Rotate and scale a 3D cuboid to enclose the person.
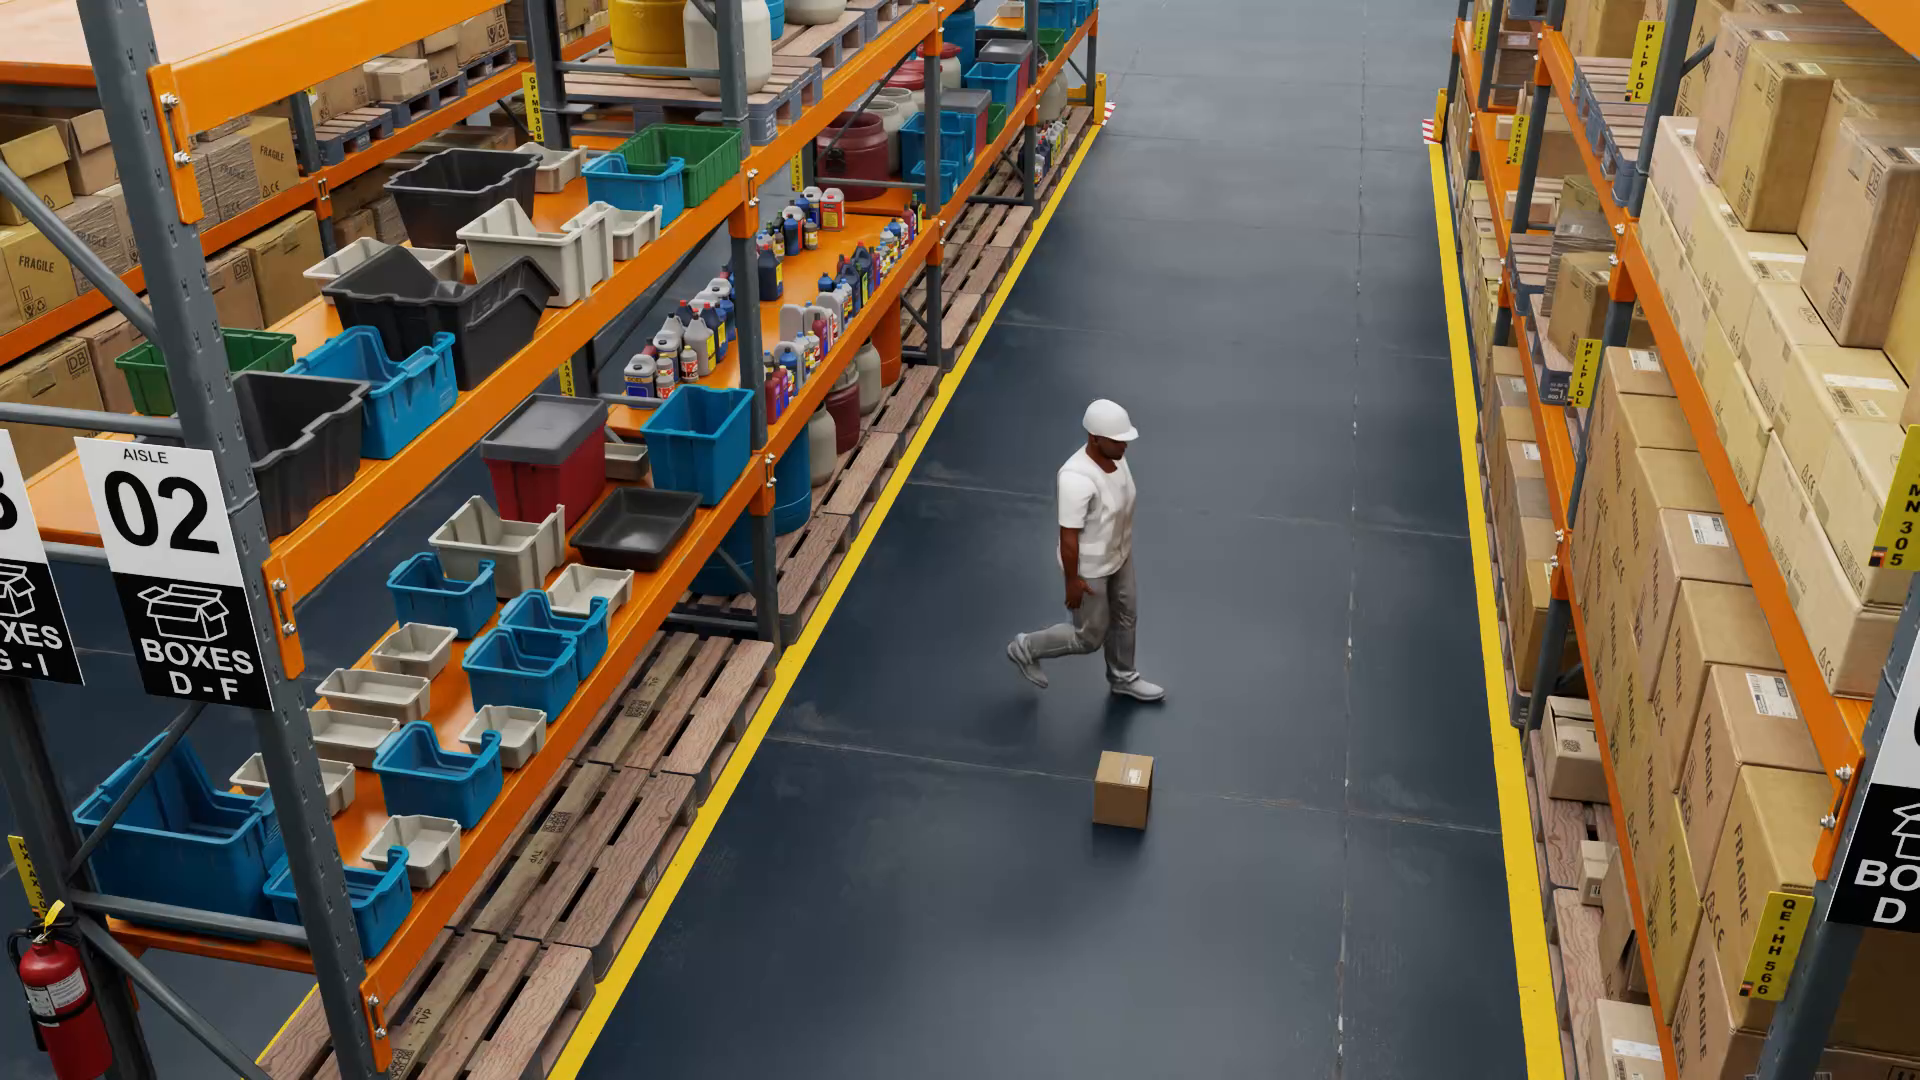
[{"bbox_3d":[0.650,0.082,8.451,0.781,1.753,0.608,16,33,27],"label":"person"}]
